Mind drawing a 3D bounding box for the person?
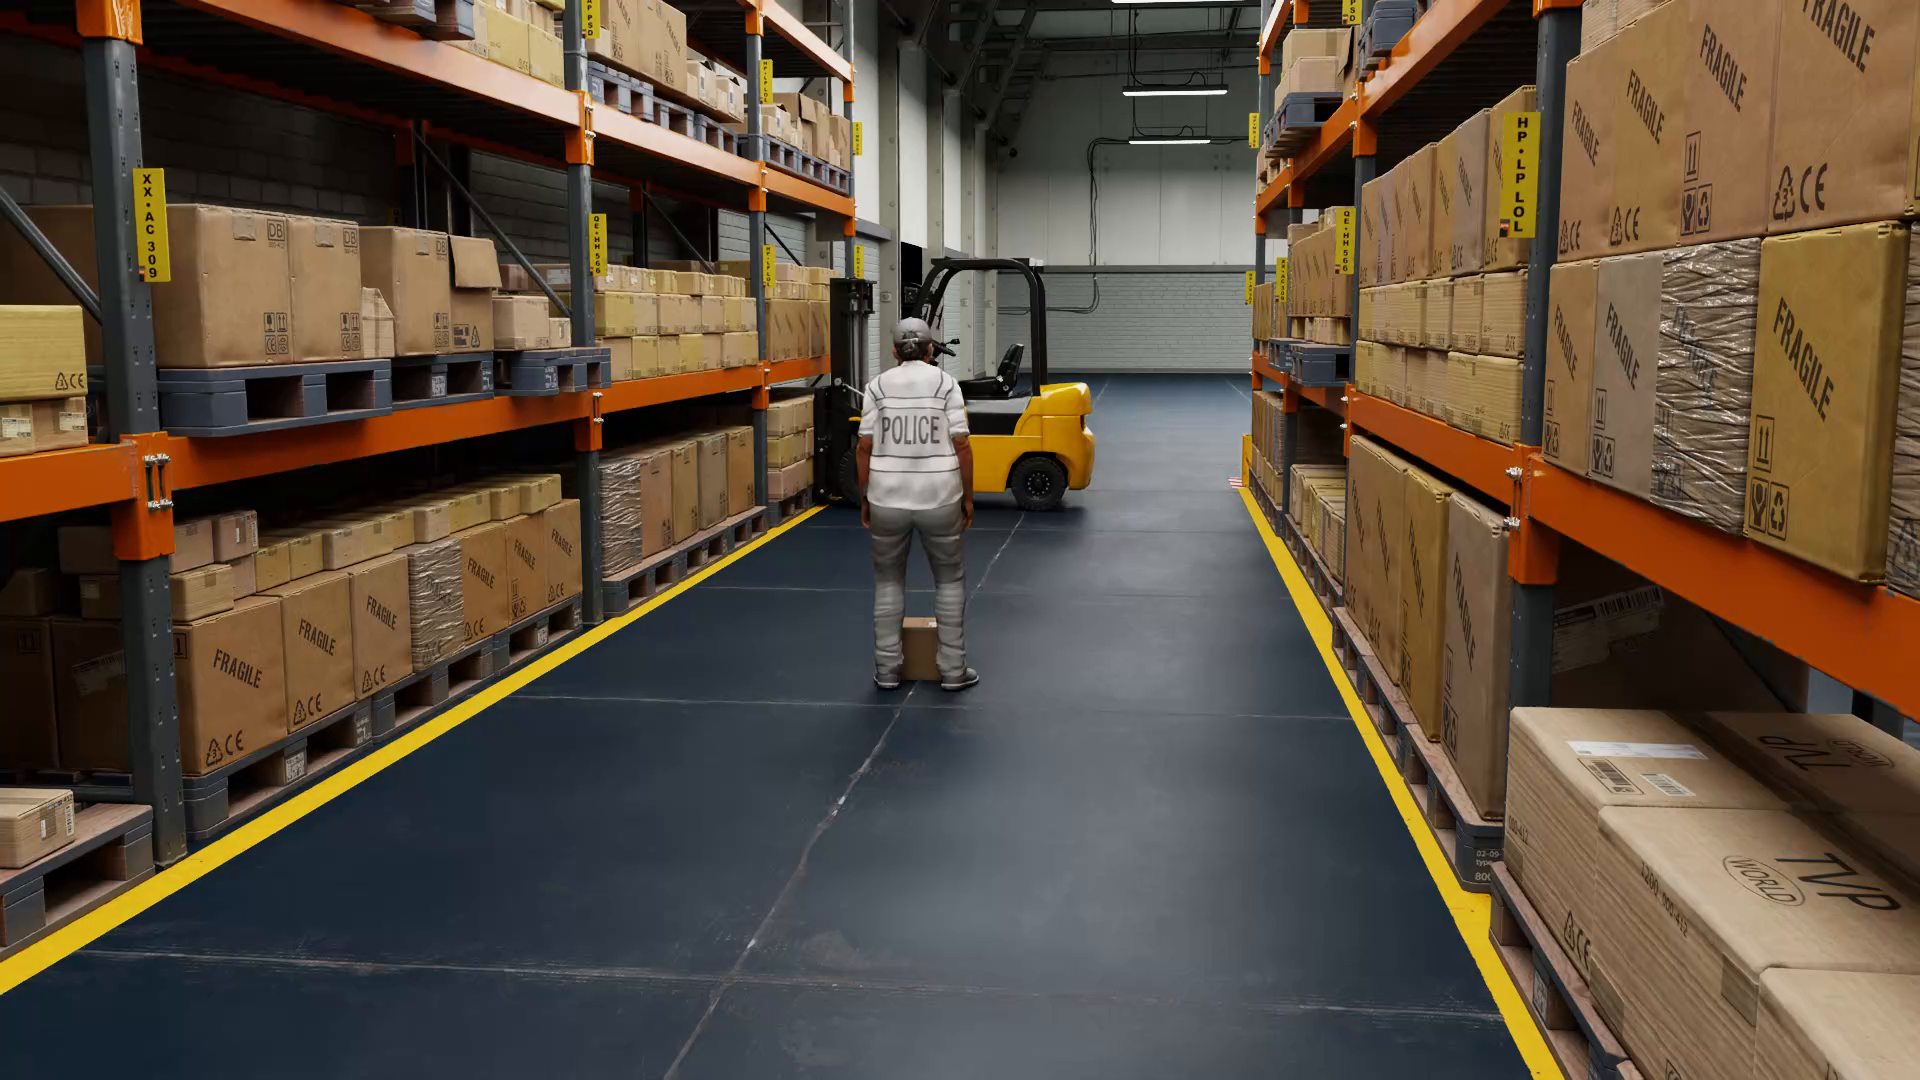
[{"bbox_3d":[-0.190,-0.162,7.471,0.539,1.665,0.466,1,8,4],"label":"person"}]
